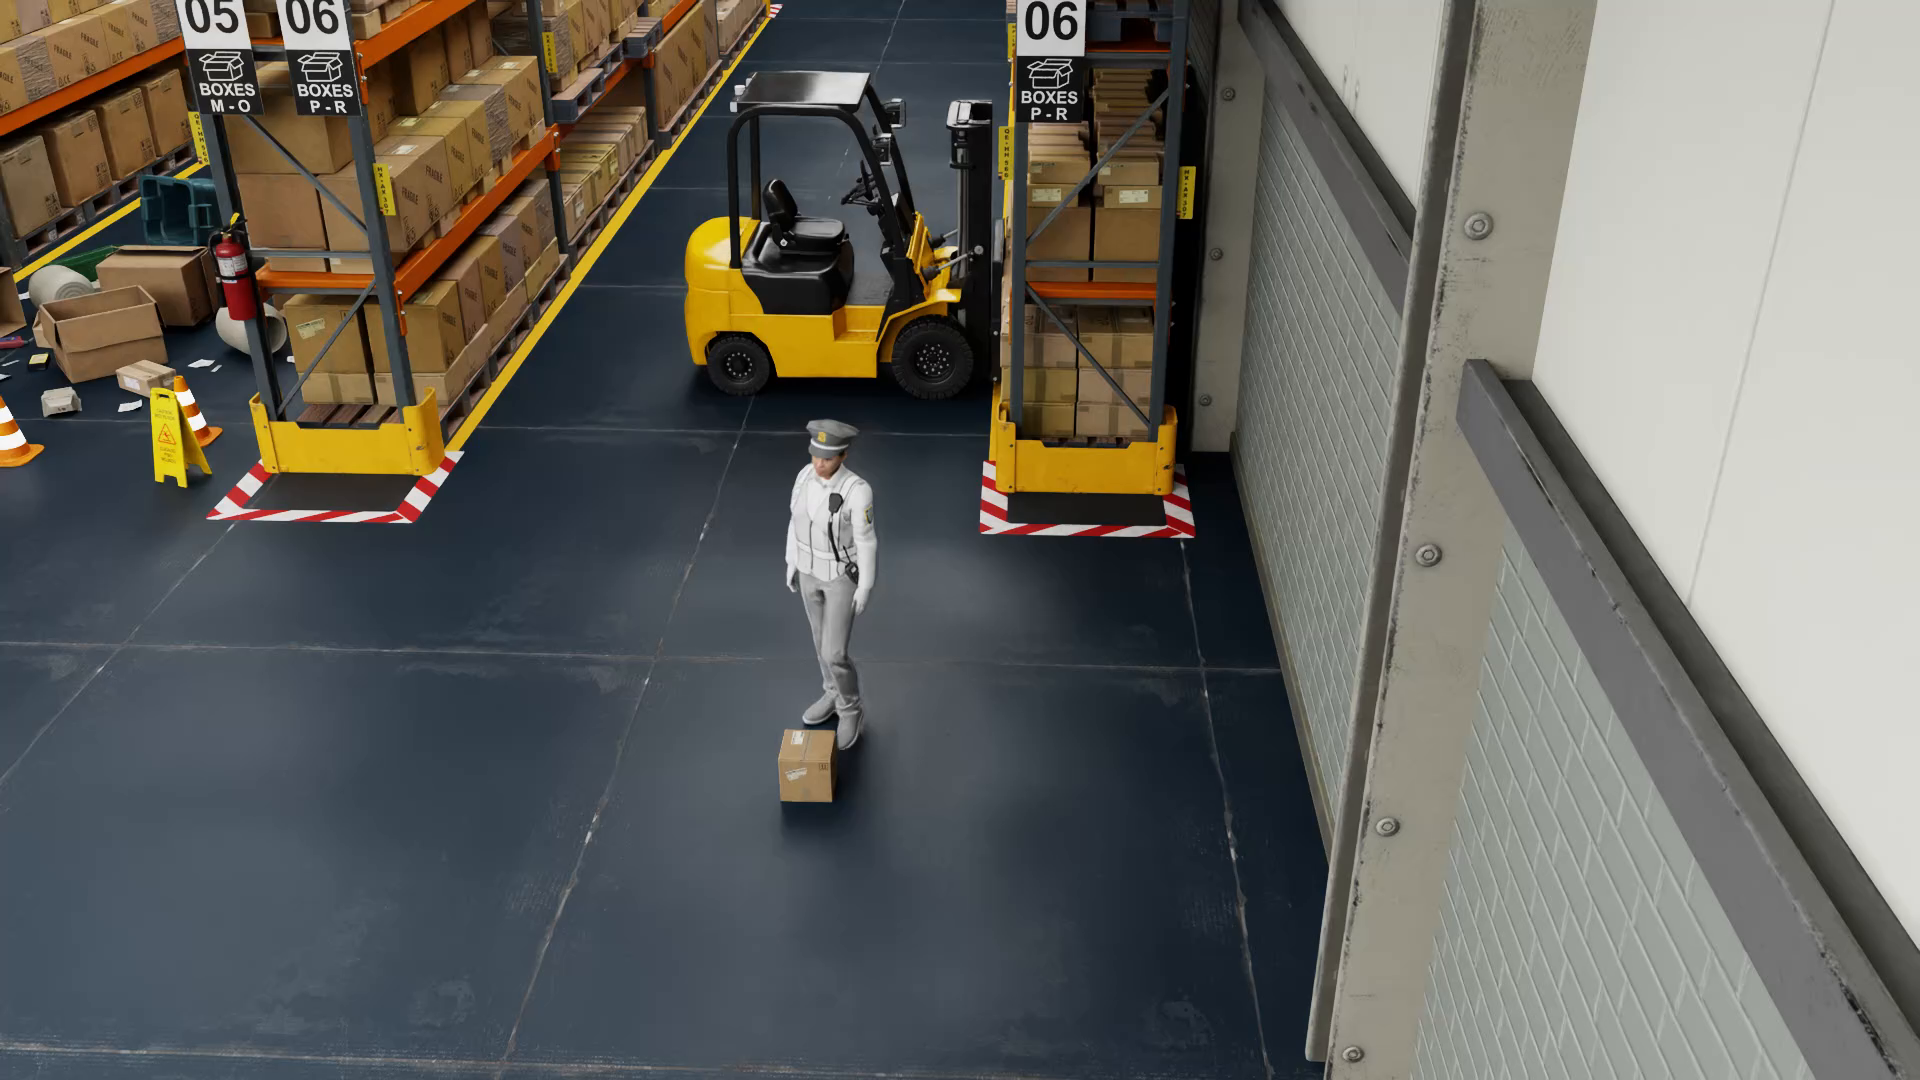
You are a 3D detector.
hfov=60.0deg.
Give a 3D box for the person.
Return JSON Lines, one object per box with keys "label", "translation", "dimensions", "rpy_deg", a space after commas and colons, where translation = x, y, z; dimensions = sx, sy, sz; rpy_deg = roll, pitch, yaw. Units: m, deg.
{"label": "person", "translation": [-0.674, 0.202, 8.245], "dimensions": [0.518, 1.712, 0.376], "rpy_deg": [21, 34, 33]}
